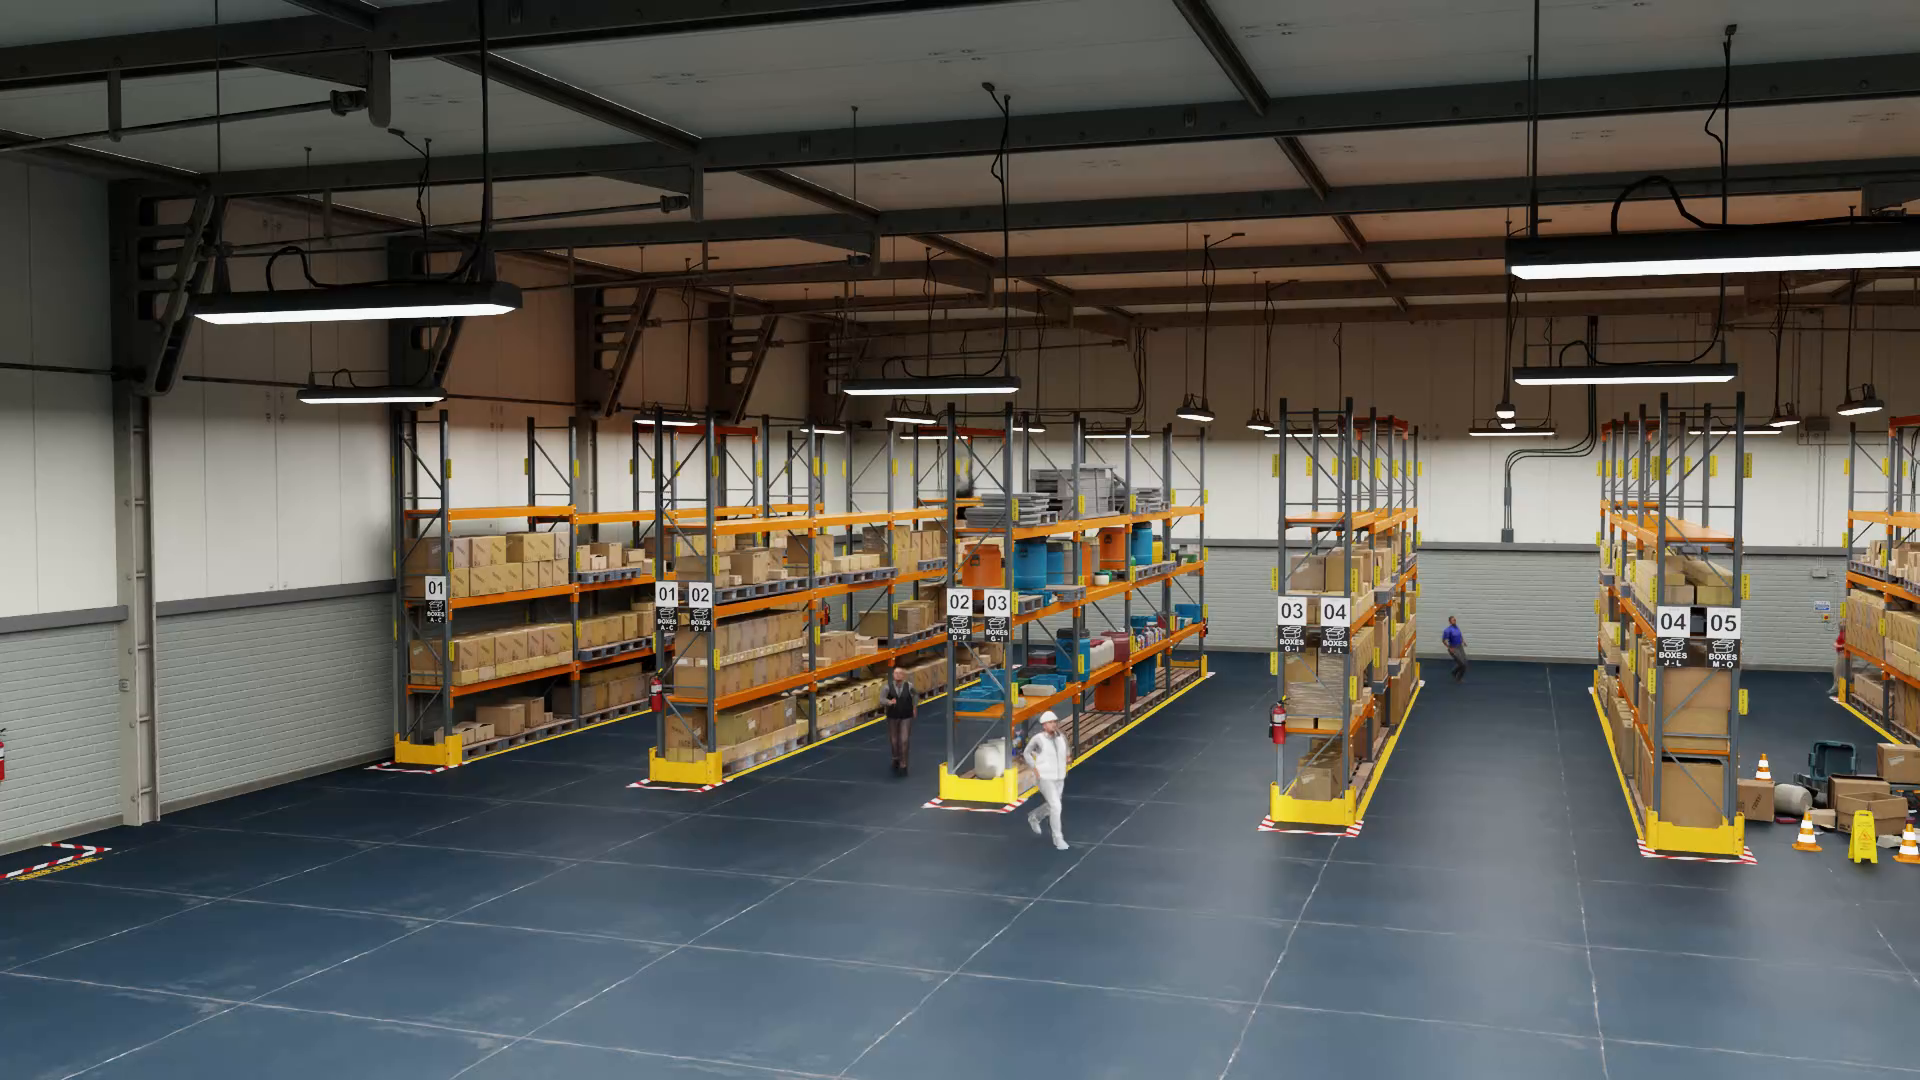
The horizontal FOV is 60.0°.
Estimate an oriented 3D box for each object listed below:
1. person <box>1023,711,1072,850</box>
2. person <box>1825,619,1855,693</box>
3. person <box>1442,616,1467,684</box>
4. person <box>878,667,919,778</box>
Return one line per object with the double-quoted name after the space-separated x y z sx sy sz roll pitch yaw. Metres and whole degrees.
1.200 3.167 22.162 0.649 1.786 0.888 -2 3 -35 "person"
19.648 2.601 36.807 0.886 1.730 0.697 1 3 29 "person"
11.544 2.558 38.658 0.615 1.584 0.492 -1 3 -28 "person"
-1.006 2.972 27.225 0.645 1.795 0.808 0 2 3 "person"
